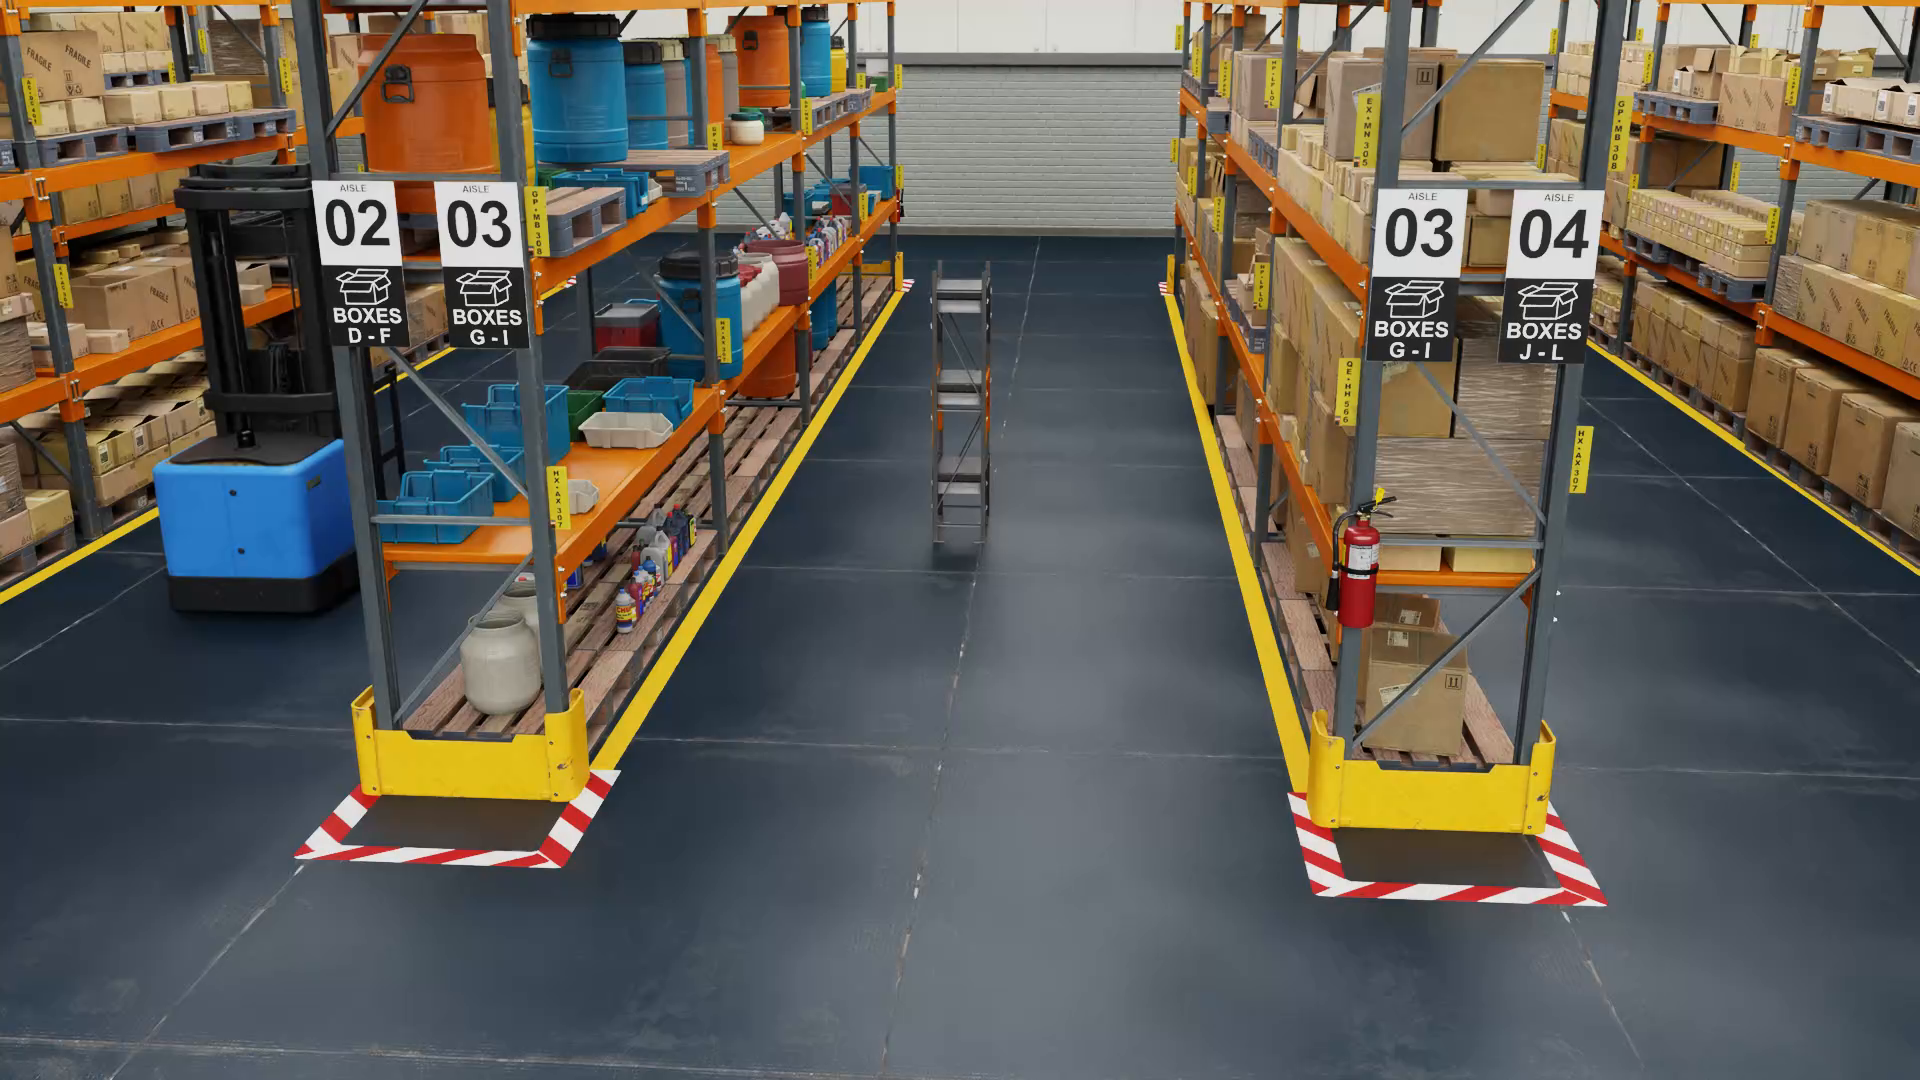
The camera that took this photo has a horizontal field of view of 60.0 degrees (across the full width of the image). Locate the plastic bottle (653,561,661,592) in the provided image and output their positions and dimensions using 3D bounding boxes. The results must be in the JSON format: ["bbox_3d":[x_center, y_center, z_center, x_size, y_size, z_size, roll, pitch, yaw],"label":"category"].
[{"bbox_3d":[-2.057,0.241,11.158,0.097,0.201,0.097,0,18,0],"label":"plastic bottle"}]

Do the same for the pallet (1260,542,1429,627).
[{"bbox_3d":[2.662,0.311,11.635,1.003,0.211,1.213,1,18,4],"label":"pallet"}]

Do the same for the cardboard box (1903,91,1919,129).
[{"bbox_3d":[7.521,-3.261,12.548,0.500,0.311,0.500,1,18,2],"label":"cardboard box"}]

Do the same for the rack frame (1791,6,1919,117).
[{"bbox_3d":[7.902,-5.174,14.263,1.000,3.000,0.127,1,18,4],"label":"rack frame"}]

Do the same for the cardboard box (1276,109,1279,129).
[{"bbox_3d":[2.710,-3.322,13.127,0.380,0.166,0.250,1,18,2],"label":"cardboard box"}]

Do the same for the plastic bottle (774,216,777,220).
[{"bbox_3d":[-2.153,-3.617,19.333,0.061,0.283,0.133,1,18,4],"label":"plastic bottle"}]

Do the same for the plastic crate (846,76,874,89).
[{"bbox_3d":[-1.329,-5.562,20.472,0.497,0.269,0.590,1,18,4],"label":"plastic crate"}]

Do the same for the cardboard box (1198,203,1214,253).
[{"bbox_3d":[2.931,-3.462,18.511,0.500,0.500,0.500,1,18,4],"label":"cardboard box"}]

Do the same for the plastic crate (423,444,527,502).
[{"bbox_3d":[-2.762,-0.385,9.519,0.499,0.251,0.408,1,18,4],"label":"plastic crate"}]

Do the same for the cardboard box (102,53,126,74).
[{"bbox_3d":[-11.180,-6.167,21.516,0.500,0.250,0.500,1,18,2],"label":"cardboard box"}]

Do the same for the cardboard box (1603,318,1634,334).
[{"bbox_3d":[7.877,-2.540,19.762,0.380,0.149,0.250,2,18,5],"label":"cardboard box"}]

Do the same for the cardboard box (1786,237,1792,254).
[{"bbox_3d":[8.170,-2.858,16.079,0.380,0.149,0.250,1,18,2],"label":"cardboard box"}]

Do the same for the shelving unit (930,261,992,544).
[{"bbox_3d":[0.012,-1.049,12.753,0.431,2.100,0.503,1,18,4],"label":"shelving unit"}]

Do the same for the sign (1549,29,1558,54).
[{"bbox_3d":[7.934,-6.661,22.214,0.100,0.325,0.005,1,18,4],"label":"sign"}]

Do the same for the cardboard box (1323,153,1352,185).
[{"bbox_3d":[2.198,-2.022,9.059,0.380,0.149,0.250,0,18,1],"label":"cardboard box"}]

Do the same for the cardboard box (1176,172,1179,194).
[{"bbox_3d":[3.232,-4.877,22.754,0.500,0.250,0.500,1,18,2],"label":"cardboard box"}]

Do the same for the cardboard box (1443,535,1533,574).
[{"bbox_3d":[2.647,0.055,8.341,0.380,0.149,0.250,1,18,4],"label":"cardboard box"}]

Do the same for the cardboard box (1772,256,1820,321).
[{"bbox_3d":[7.600,-2.238,14.774,0.500,0.500,0.500,1,18,5],"label":"cardboard box"}]

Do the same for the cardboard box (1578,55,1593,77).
[{"bbox_3d":[8.100,-5.951,20.887,0.500,0.250,0.500,1,18,5],"label":"cardboard box"}]

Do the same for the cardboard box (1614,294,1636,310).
[{"bbox_3d":[7.954,-2.810,19.629,0.380,0.149,0.250,2,18,5],"label":"cardboard box"}]

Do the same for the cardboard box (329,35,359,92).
[{"bbox_3d":[-6.834,-5.081,17.800,0.600,0.600,0.600,1,18,2],"label":"cardboard box"}]

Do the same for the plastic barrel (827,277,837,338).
[{"bbox_3d":[-1.748,-2.852,19.506,0.600,0.901,0.708,1,18,4],"label":"plastic barrel"}]

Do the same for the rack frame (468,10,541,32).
[{"bbox_3d":[-6.345,-8.024,22.958,1.000,3.000,0.127,1,18,4],"label":"rack frame"}]

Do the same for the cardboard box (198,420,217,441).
[{"bbox_3d":[-6.820,-0.936,14.704,0.500,0.250,0.500,2,18,5],"label":"cardboard box"}]

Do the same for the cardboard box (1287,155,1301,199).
[{"bbox_3d":[2.354,-2.279,10.485,0.500,0.250,0.500,1,18,3],"label":"cardboard box"}]

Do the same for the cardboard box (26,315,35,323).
[{"bbox_3d":[-7.326,-1.659,13.385,0.396,0.266,0.258,1,18,3],"label":"cardboard box"}]

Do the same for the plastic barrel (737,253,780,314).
[{"bbox_3d":[-1.839,-2.305,14.961,0.421,0.512,0.421,0,18,0],"label":"plastic barrel"}]

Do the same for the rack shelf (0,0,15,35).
[{"bbox_3d":[-7.349,-3.144,9.862,1.077,0.370,4.000,1,18,4],"label":"rack shelf"}]

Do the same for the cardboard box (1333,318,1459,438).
[{"bbox_3d":[2.181,-0.821,8.369,0.500,0.500,0.500,1,18,4],"label":"cardboard box"}]

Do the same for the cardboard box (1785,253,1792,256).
[{"bbox_3d":[8.173,-2.705,16.091,0.380,0.149,0.250,2,18,7],"label":"cardboard box"}]

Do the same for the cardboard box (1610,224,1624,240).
[{"bbox_3d":[7.885,-3.623,19.566,0.380,0.149,0.250,1,18,2],"label":"cardboard box"}]

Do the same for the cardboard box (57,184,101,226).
[{"bbox_3d":[-11.518,-4.350,20.901,0.980,0.700,0.700,2,18,5],"label":"cardboard box"}]

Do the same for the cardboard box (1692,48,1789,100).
[{"bbox_3d":[7.947,-4.763,16.985,0.797,0.503,0.637,1,18,3],"label":"cardboard box"}]

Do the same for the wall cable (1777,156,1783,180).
[{"bbox_3d":[13.801,-6.979,27.722,0.585,1.953,0.123,1,18,4],"label":"wall cable"}]

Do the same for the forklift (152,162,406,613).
[{"bbox_3d":[-4.777,-1.313,12.222,1.130,2.935,3.031,1,18,3],"label":"forklift"}]

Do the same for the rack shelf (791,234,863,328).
[{"bbox_3d":[-1.835,-2.856,17.976,1.077,0.370,4.000,1,18,4],"label":"rack shelf"}]

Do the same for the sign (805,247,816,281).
[{"bbox_3d":[-1.429,-2.644,15.912,0.100,0.325,0.005,1,18,4],"label":"sign"}]

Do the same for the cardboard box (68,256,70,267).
[{"bbox_3d":[-11.626,-3.549,21.235,0.380,0.149,0.250,1,18,4],"label":"cardboard box"}]

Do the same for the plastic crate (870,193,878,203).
[{"bbox_3d":[-1.318,-4.617,22.524,0.396,0.136,0.243,1,18,4],"label":"plastic crate"}]

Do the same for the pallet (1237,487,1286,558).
[{"bbox_3d":[2.729,-0.140,13.012,1.003,0.211,1.213,1,18,4],"label":"pallet"}]

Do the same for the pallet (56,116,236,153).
[{"bbox_3d":[-6.955,-3.464,14.162,1.003,0.211,1.213,2,18,6],"label":"pallet"}]

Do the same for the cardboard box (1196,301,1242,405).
[{"bbox_3d":[3.032,-1.869,16.549,1.225,0.875,0.875,0,18,1],"label":"cardboard box"}]

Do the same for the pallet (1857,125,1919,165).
[{"bbox_3d":[7.831,-3.111,13.085,1.003,0.211,1.213,2,18,6],"label":"pallet"}]

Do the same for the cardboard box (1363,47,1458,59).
[{"bbox_3d":[2.897,-2.930,10.789,0.500,0.500,0.500,1,18,2],"label":"cardboard box"}]

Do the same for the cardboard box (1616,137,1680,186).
[{"bbox_3d":[7.953,-4.382,19.235,0.500,0.500,0.500,1,18,2],"label":"cardboard box"}]

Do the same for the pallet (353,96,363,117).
[{"bbox_3d":[-6.820,-4.743,18.066,1.213,0.211,1.003,1,18,4],"label":"pallet"}]

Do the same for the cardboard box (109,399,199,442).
[{"bbox_3d":[-6.850,-1.044,14.133,0.500,0.311,0.500,1,18,2],"label":"cardboard box"}]

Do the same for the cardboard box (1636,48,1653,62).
[{"bbox_3d":[7.947,-5.533,18.972,0.380,0.149,0.250,2,18,5],"label":"cardboard box"}]

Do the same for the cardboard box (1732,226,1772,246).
[{"bbox_3d":[7.480,-2.849,15.574,0.380,0.149,0.250,1,18,2],"label":"cardboard box"}]

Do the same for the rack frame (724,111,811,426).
[{"bbox_3d":[-1.978,-2.576,15.968,1.000,3.000,0.127,1,18,4],"label":"rack frame"}]

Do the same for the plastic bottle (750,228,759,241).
[{"bbox_3d":[-2.217,-3.190,17.921,0.144,0.351,0.185,1,18,4],"label":"plastic bottle"}]

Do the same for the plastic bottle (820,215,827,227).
[{"bbox_3d":[-1.575,-3.506,18.884,0.144,0.351,0.185,1,18,4],"label":"plastic bottle"}]

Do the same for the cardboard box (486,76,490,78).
[{"bbox_3d":[-6.273,-5.740,21.048,0.500,0.250,0.500,1,18,4],"label":"cardboard box"}]

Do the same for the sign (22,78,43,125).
[{"bbox_3d":[-6.652,-3.143,11.922,0.100,0.325,0.005,1,18,4],"label":"sign"}]

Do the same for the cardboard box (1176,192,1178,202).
[{"bbox_3d":[3.181,-4.728,22.939,0.380,0.149,0.250,1,18,5],"label":"cardboard box"}]

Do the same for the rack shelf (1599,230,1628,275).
[{"bbox_3d":[8.332,-3.845,20.996,1.077,0.370,4.000,1,18,4],"label":"rack shelf"}]

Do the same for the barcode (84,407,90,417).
[{"bbox_3d":[-6.772,-0.993,12.903,0.001,0.075,0.075,1,18,4],"label":"barcode"}]

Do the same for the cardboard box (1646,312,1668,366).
[{"bbox_3d":[7.835,-2.190,18.128,0.500,0.500,0.500,2,18,6],"label":"cardboard box"}]
